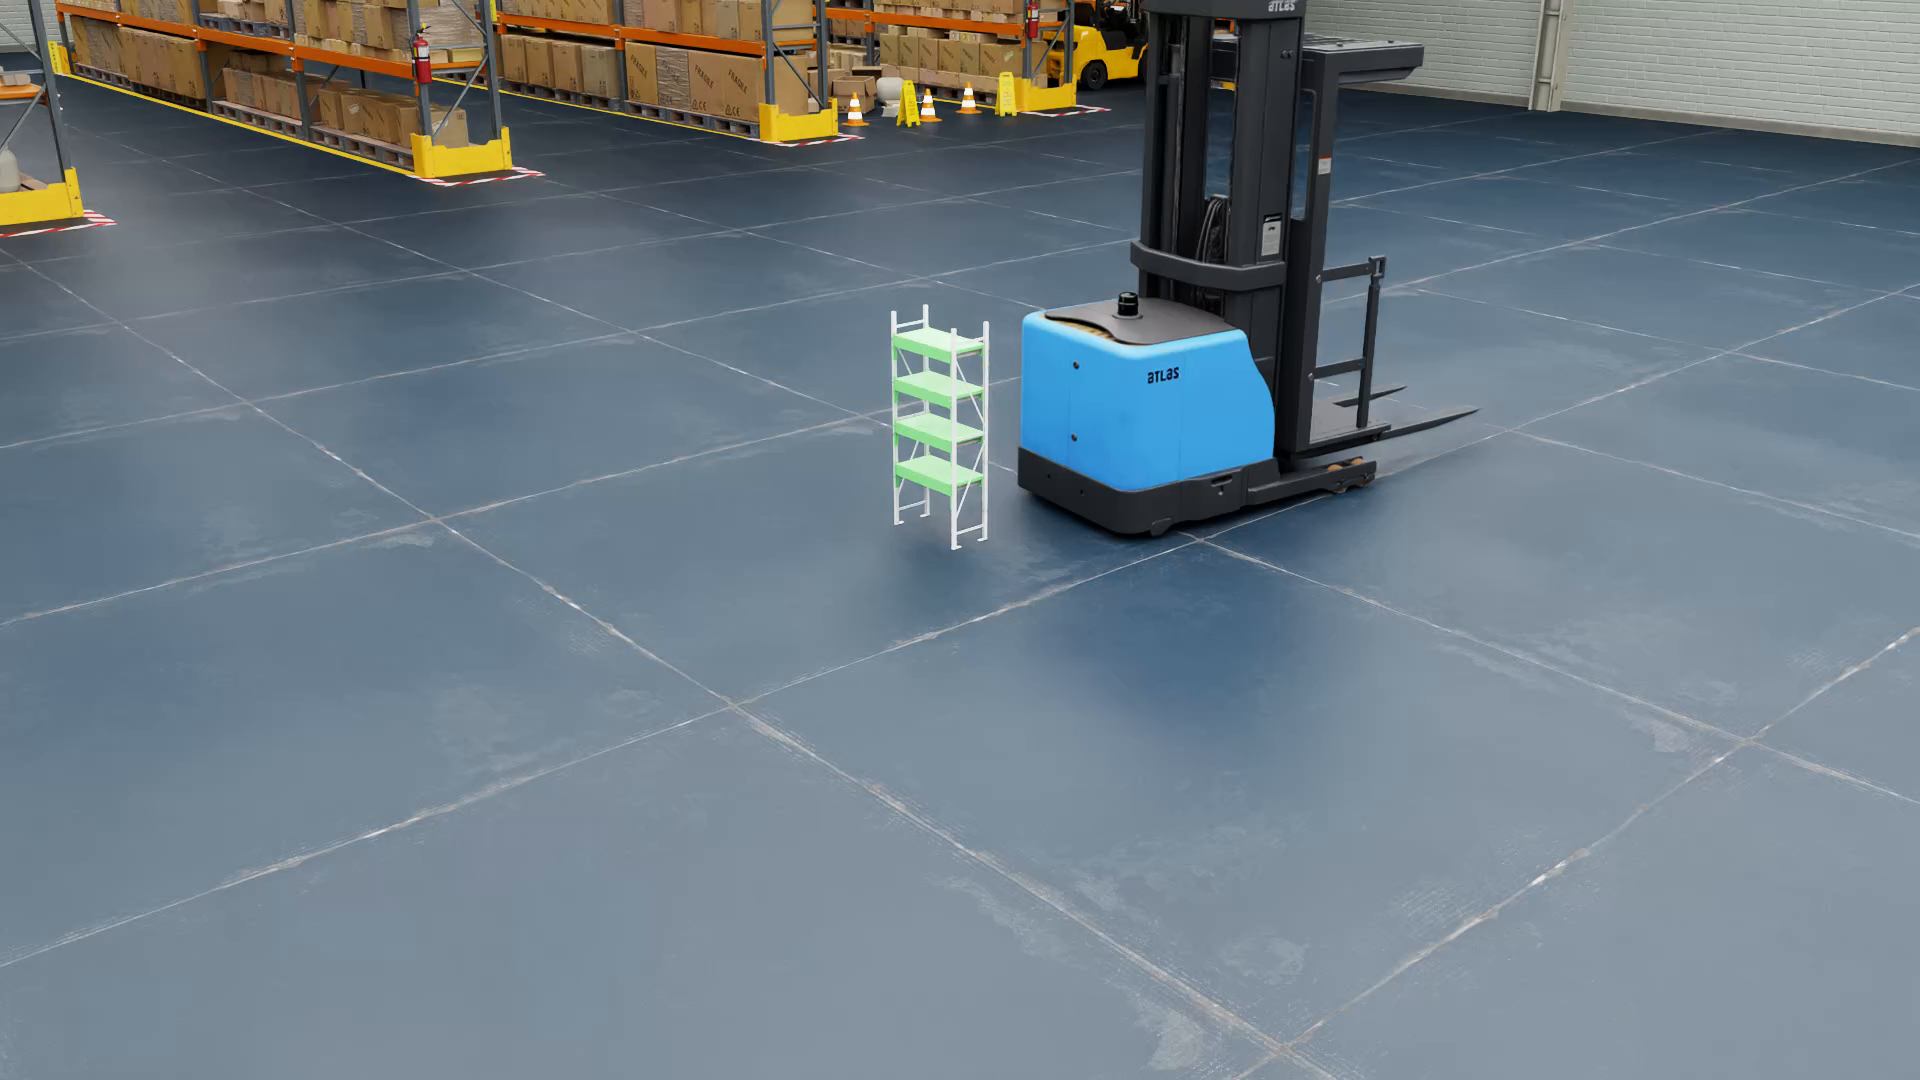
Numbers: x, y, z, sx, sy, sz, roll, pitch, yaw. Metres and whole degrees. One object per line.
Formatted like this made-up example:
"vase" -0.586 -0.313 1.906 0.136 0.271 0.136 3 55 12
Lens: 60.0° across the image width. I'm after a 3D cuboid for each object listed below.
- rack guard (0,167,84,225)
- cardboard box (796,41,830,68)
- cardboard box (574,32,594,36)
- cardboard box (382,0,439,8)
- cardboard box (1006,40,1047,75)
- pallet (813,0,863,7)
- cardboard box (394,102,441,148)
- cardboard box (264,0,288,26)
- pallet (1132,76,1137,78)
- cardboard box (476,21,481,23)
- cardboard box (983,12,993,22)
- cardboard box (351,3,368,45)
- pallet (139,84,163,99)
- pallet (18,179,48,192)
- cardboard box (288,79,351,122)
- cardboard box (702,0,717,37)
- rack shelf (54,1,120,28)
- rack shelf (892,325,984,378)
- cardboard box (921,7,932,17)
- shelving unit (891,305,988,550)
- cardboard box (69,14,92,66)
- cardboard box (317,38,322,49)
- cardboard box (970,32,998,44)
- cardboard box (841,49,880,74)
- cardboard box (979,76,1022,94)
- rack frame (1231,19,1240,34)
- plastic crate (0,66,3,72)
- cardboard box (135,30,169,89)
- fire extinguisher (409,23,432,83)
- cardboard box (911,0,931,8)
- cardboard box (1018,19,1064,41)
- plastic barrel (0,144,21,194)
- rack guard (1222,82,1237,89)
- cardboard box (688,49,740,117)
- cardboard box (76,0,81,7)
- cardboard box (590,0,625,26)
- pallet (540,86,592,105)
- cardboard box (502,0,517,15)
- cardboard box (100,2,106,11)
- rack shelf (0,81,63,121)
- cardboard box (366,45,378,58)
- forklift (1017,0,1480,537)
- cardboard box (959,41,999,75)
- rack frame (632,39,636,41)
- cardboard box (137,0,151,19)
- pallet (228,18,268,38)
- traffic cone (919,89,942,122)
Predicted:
"rack guard" -9.949 -3.620 17.541 1.175 0.500 0.348 -17 27 -37
"cardboard box" -2.544 -8.174 28.130 0.500 0.500 0.500 -17 27 -37
"cardboard box" -7.937 -11.326 36.726 0.875 0.438 0.875 -17 27 -36
"cardboard box" -6.657 -6.697 20.054 0.500 0.500 0.500 -17 27 -37
"cardboard box" 1.063 -7.872 27.135 0.500 0.500 0.500 -19 28 -39
"pallet" -2.502 -9.896 30.400 1.003 0.211 1.213 -17 27 -37
"cardboard box" -6.922 -5.318 21.301 0.500 0.500 0.500 -10 23 -24
"cardboard box" -9.135 -7.786 23.352 1.000 1.000 1.000 -17 27 -37
"pallet" 3.831 -8.735 30.996 1.003 0.211 1.213 -17 27 -37
"cardboard box" -9.118 -9.512 30.979 0.500 0.250 0.500 -16 26 -35
"cardboard box" 0.590 -8.367 26.579 0.380 0.149 0.250 -18 28 -38
"cardboard box" -7.160 -6.555 21.062 0.875 0.500 0.500 -17 27 -37
"pallet" -13.383 -7.775 28.545 1.003 0.211 1.213 -17 27 -37
"pallet" -10.475 -3.711 18.170 1.003 0.211 1.213 -17 27 -37
"cardboard box" -9.107 -6.274 23.714 0.500 0.500 0.700 20 29 41
"cardboard box" -3.210 -7.599 24.067 0.875 0.550 0.550 -17 27 -37
"rack shelf" -15.250 -9.486 30.077 1.077 0.370 4.000 -17 27 -37
"rack shelf" -0.108 -0.992 8.730 0.258 0.148 0.480 -17 27 -37
"cardboard box" -0.424 -8.781 27.636 0.380 0.149 0.250 -17 27 -37
"shelving unit" -0.108 -0.604 8.882 0.258 1.200 0.503 -17 27 -37
"cardboard box" -16.077 -9.422 31.265 0.875 0.875 0.875 -17 27 -37
"cardboard box" -8.302 -6.609 22.089 0.380 0.149 0.250 -17 27 -37
"cardboard box" 0.385 -8.124 26.888 0.380 0.149 0.250 -16 27 -36
"cardboard box" -1.559 -8.534 29.687 0.950 0.372 0.625 -17 27 -37
"cardboard box" 0.649 -7.394 26.942 0.500 0.250 0.500 -18 27 -38
"rack frame" 5.154 -9.495 29.113 1.000 3.000 0.127 -17 27 -37
"plastic crate" -11.223 -5.368 18.938 0.530 0.136 0.437 -17 27 -37
"cardboard box" -12.927 -8.056 27.777 1.225 0.875 0.875 -19 28 -39
"fire extinguisher" -6.386 -5.776 19.724 0.296 0.674 0.183 -17 27 -37
"cardboard box" -0.475 -9.140 27.661 0.500 0.500 0.500 -18 28 -38
"cardboard box" 1.693 -10.048 33.205 0.875 0.625 0.625 -18 28 -38
"plastic barrel" -10.351 -3.975 17.855 0.421 0.512 0.421 0 21 0
"rack guard" 5.170 -8.324 29.552 1.175 0.500 0.348 -17 27 -37
"cardboard box" -3.356 -6.727 24.382 0.875 0.875 0.875 -18 28 -38
"cardboard box" -15.732 -9.726 30.046 0.380 0.149 0.250 -18 28 -38
"cardboard box" -5.442 -8.338 26.023 0.500 0.500 0.500 -18 27 -38
"pallet" -6.260 -7.445 27.704 1.003 0.211 1.213 -17 27 -37
"cardboard box" -7.421 -9.175 28.158 0.500 0.500 0.500 -17 27 -37
"cardboard box" -14.727 -9.300 28.960 0.380 0.149 0.250 -18 28 -38
"rack shelf" -11.169 -4.992 18.602 1.077 0.370 4.000 -17 27 -37
"cardboard box" -7.282 -6.207 21.064 0.380 0.149 0.250 -17 27 -37
"forklift" 1.840 -1.780 9.510 3.031 2.935 1.130 -14 25 -31
"cardboard box" 0.333 -7.879 27.155 0.500 0.500 0.500 -16 27 -36
"rack frame" -6.437 -11.628 34.559 1.000 3.000 0.127 -17 27 -37
"cardboard box" -13.178 -8.852 27.333 0.500 0.500 0.500 -18 28 -39
"pallet" -10.010 -7.537 24.377 1.003 0.211 1.213 -17 27 -37
"traffic cone" -0.481 -6.585 25.161 0.336 0.463 0.334 -17 27 -37
